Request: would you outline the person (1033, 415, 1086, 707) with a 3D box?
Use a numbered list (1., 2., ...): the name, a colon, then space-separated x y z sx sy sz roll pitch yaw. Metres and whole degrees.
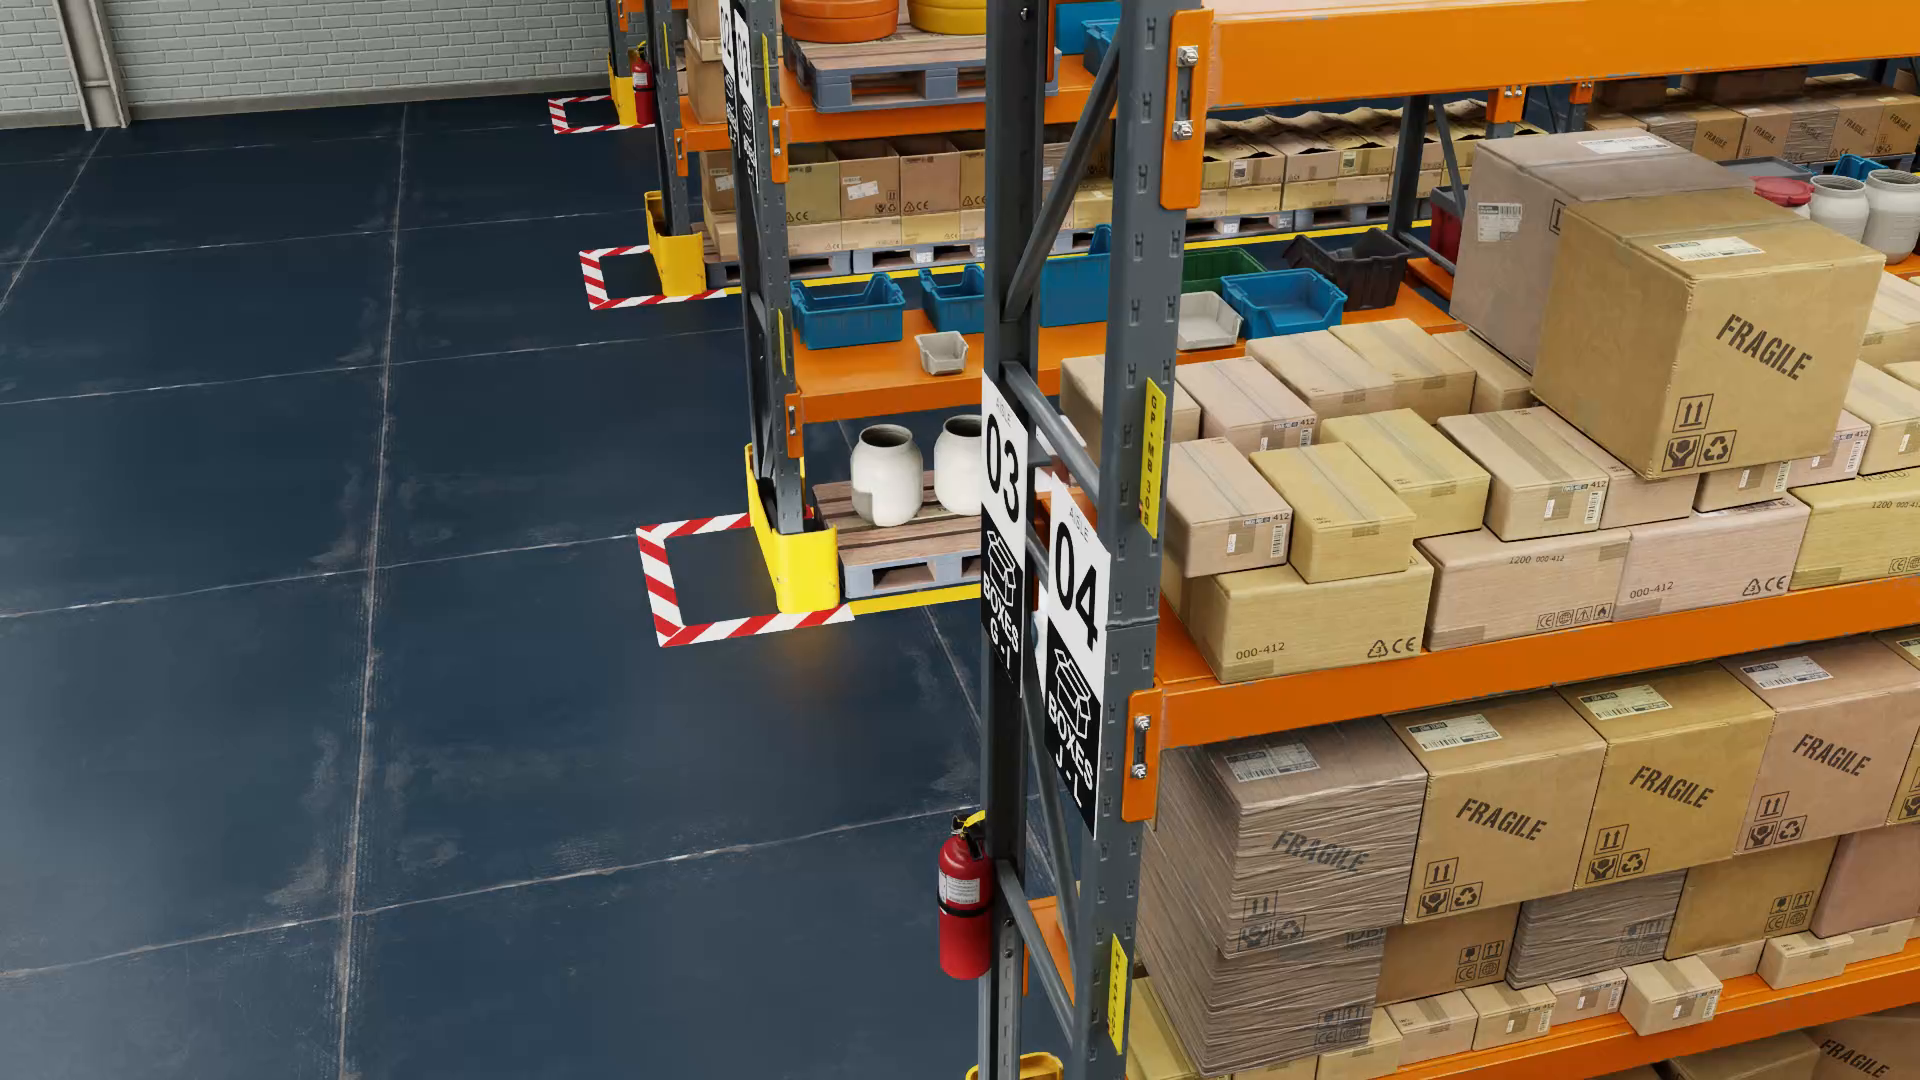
1. person: 0.514 0.216 7.842 0.509 1.768 0.562 -8 31 -14
